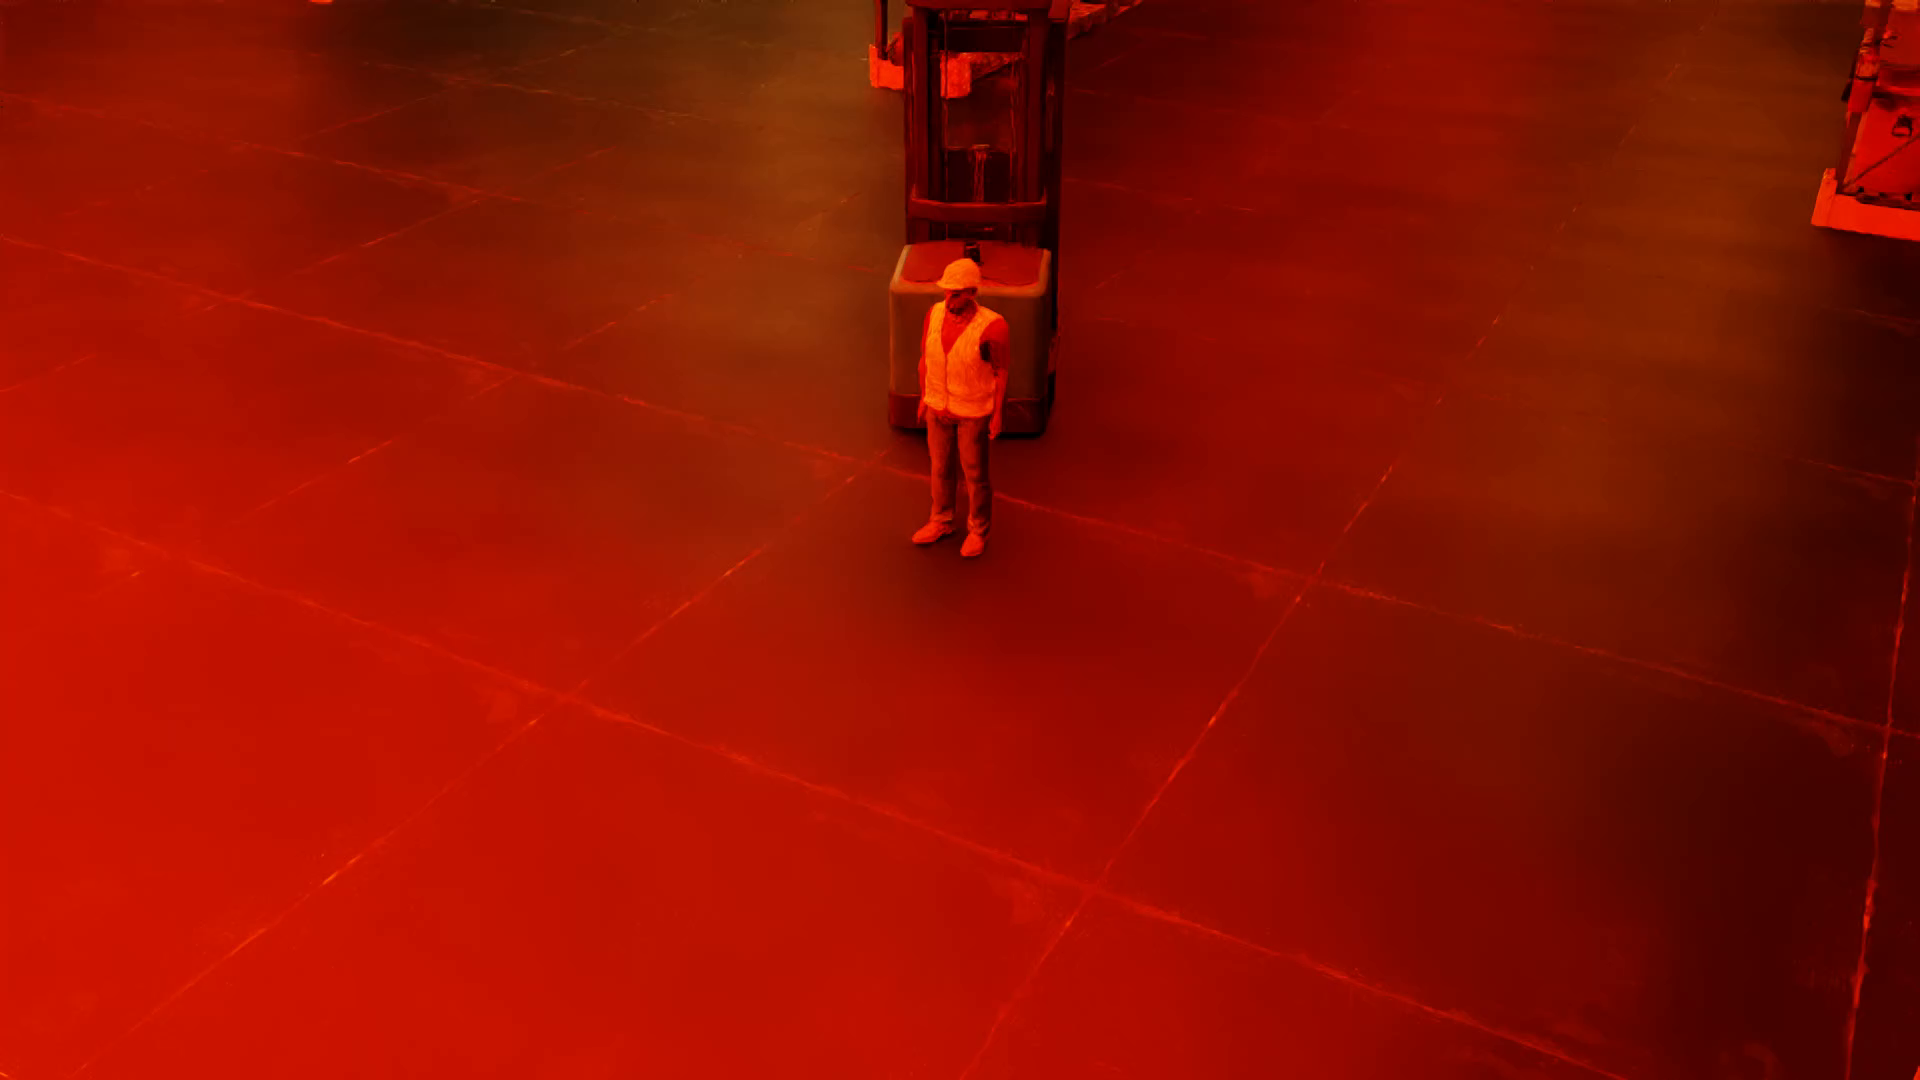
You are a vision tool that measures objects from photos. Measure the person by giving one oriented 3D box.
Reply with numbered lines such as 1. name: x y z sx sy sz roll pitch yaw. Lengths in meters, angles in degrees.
1. person: -0.005 -0.760 9.551 0.559 1.771 0.367 15 33 25

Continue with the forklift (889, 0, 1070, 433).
1. forklift: 0.185 -2.697 11.743 1.130 2.935 3.031 3 30 5
